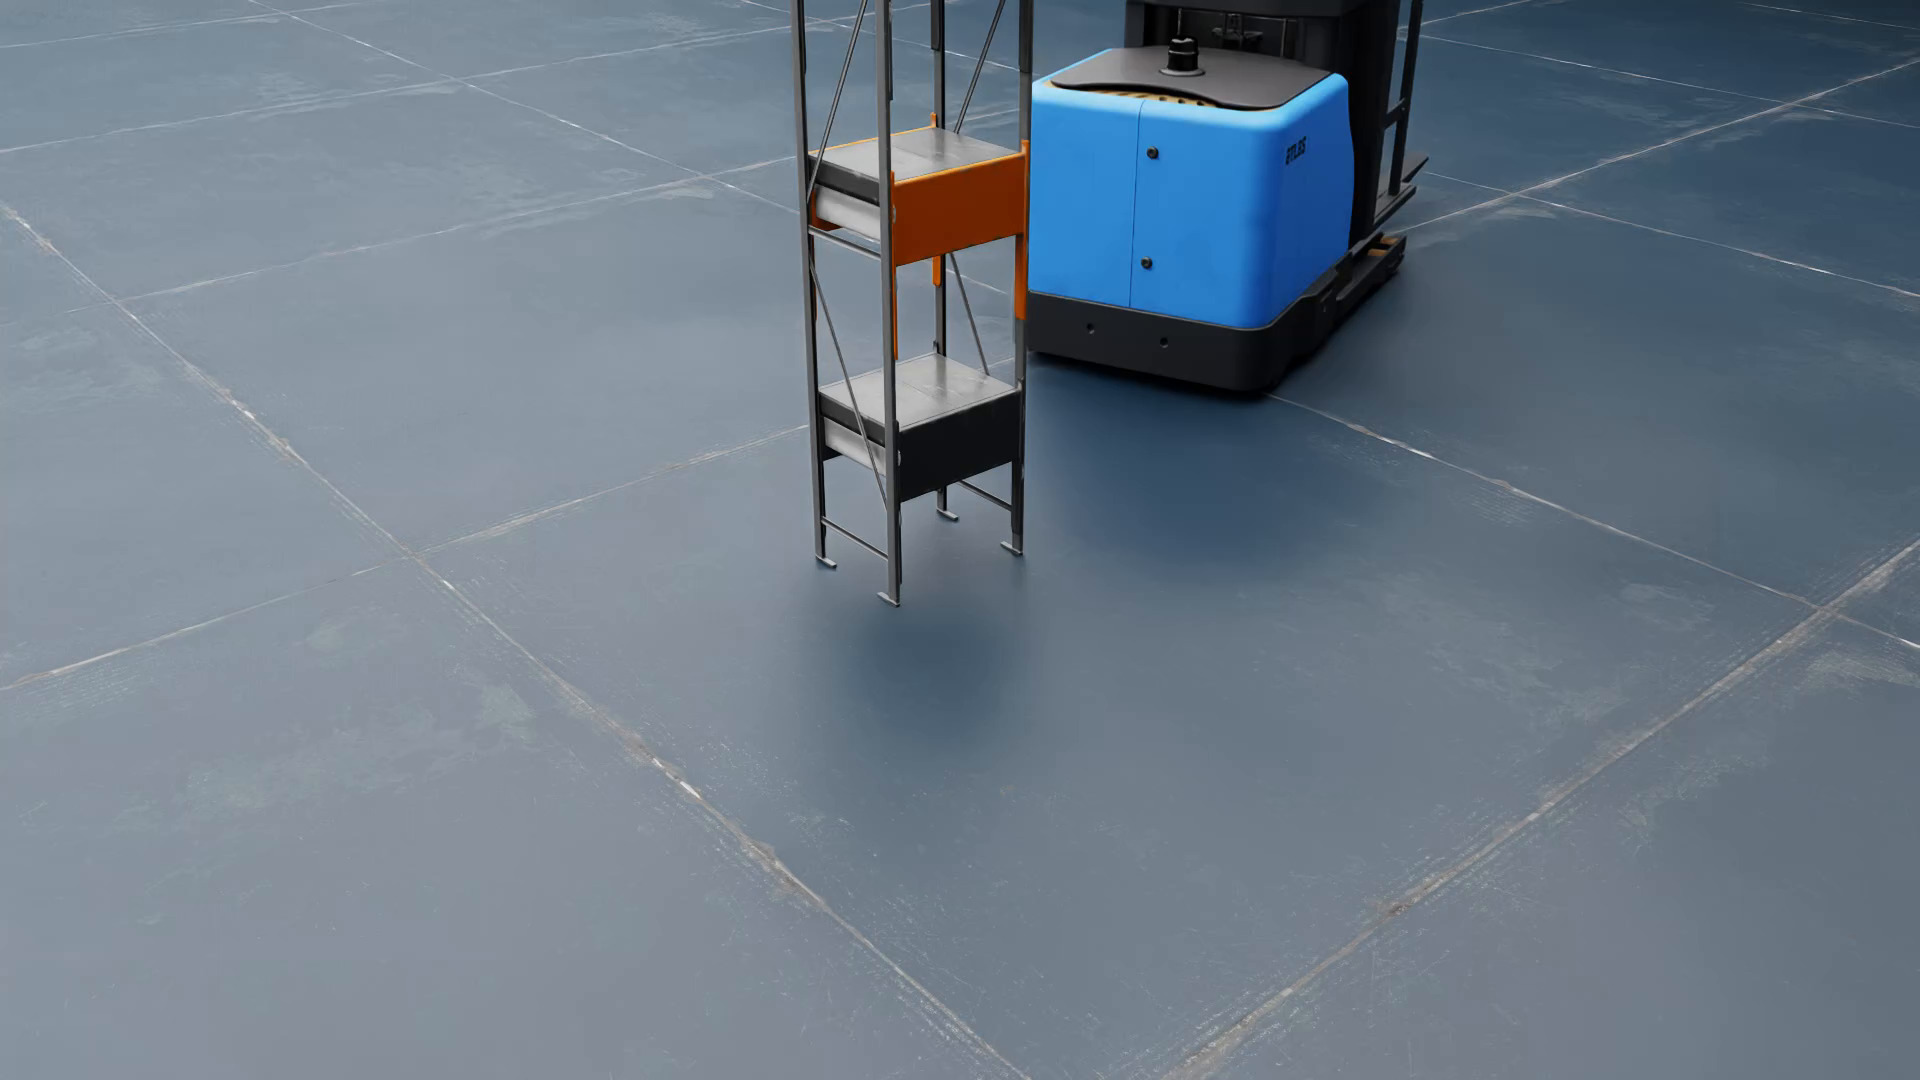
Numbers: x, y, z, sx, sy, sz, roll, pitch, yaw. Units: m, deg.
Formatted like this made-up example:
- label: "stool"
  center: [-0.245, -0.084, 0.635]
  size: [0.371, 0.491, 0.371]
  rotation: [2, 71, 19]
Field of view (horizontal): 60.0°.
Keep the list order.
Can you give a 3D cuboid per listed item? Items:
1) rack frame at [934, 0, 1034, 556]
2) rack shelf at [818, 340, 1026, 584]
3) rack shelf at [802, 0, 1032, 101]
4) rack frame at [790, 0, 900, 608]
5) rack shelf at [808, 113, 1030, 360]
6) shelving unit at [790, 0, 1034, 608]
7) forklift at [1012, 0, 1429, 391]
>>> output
- label: "rack frame"
  center: [0.060, -0.950, 4.800]
  size: [0.015, 2.100, 0.400]
  rotation: [-22, 35, -35]
- label: "rack shelf"
  center: [-0.126, -0.246, 4.997]
  size: [0.480, 0.518, 0.431]
  rotation: [-22, 35, -35]
- label: "rack shelf"
  center: [-0.126, -1.481, 4.337]
  size: [0.480, 0.518, 0.431]
  rotation: [-22, 35, -35]
- label: "rack frame"
  center: [-0.312, -0.801, 4.521]
  size: [0.015, 2.100, 0.400]
  rotation: [-22, 35, -35]
- label: "rack shelf"
  center: [-0.126, -0.863, 4.667]
  size: [0.480, 0.518, 0.431]
  rotation: [-22, 35, -35]
- label: "shelving unit"
  center: [-0.126, -0.875, 4.660]
  size: [0.503, 2.100, 0.431]
  rotation: [-22, 35, -35]
- label: "forklift"
  center: [1.355, -2.504, 6.826]
  size: [1.130, 2.935, 3.031]
  rotation: [14, 31, 25]
